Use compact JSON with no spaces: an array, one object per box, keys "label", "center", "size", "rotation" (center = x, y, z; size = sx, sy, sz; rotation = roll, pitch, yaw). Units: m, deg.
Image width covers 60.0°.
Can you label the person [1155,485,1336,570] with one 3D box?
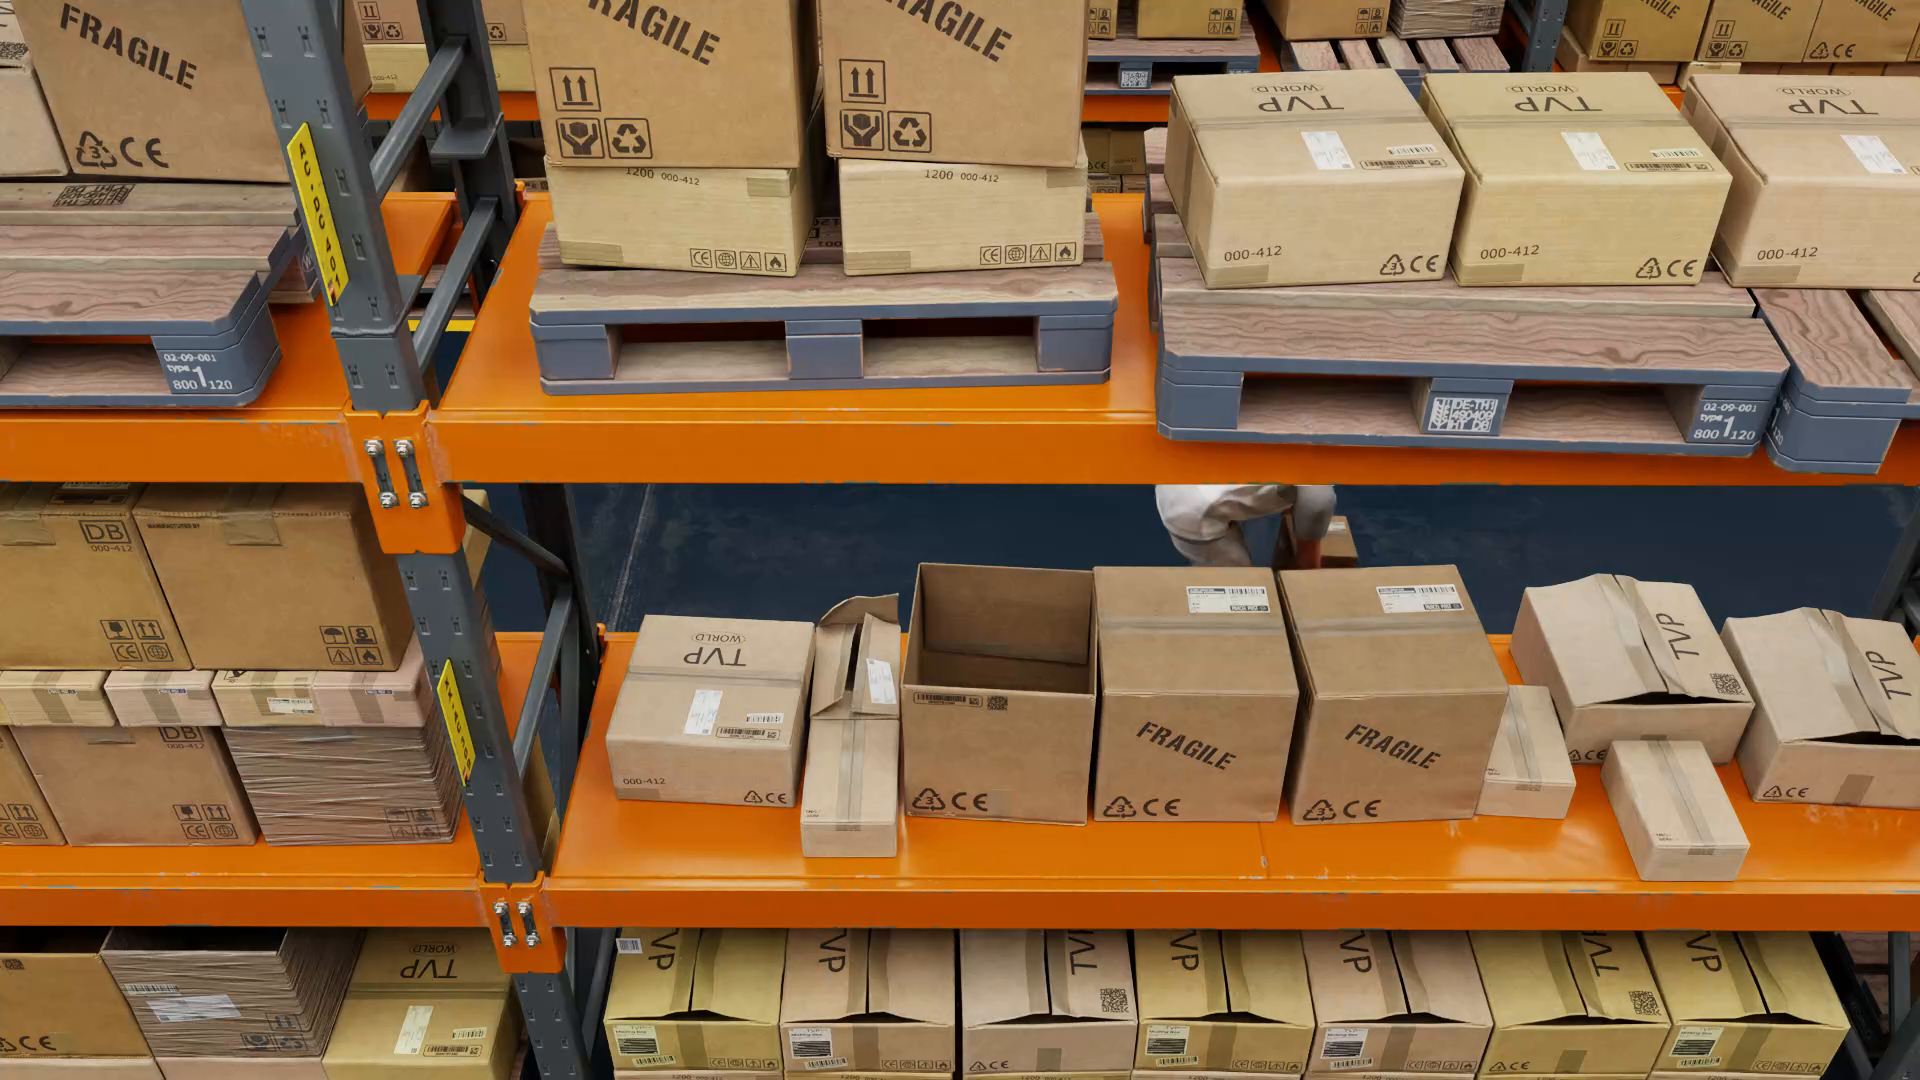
[{"label":"person","center":[1.196,0.020,6.452],"size":[0.899,1.354,0.492],"rotation":[-1,39,-1]}]
